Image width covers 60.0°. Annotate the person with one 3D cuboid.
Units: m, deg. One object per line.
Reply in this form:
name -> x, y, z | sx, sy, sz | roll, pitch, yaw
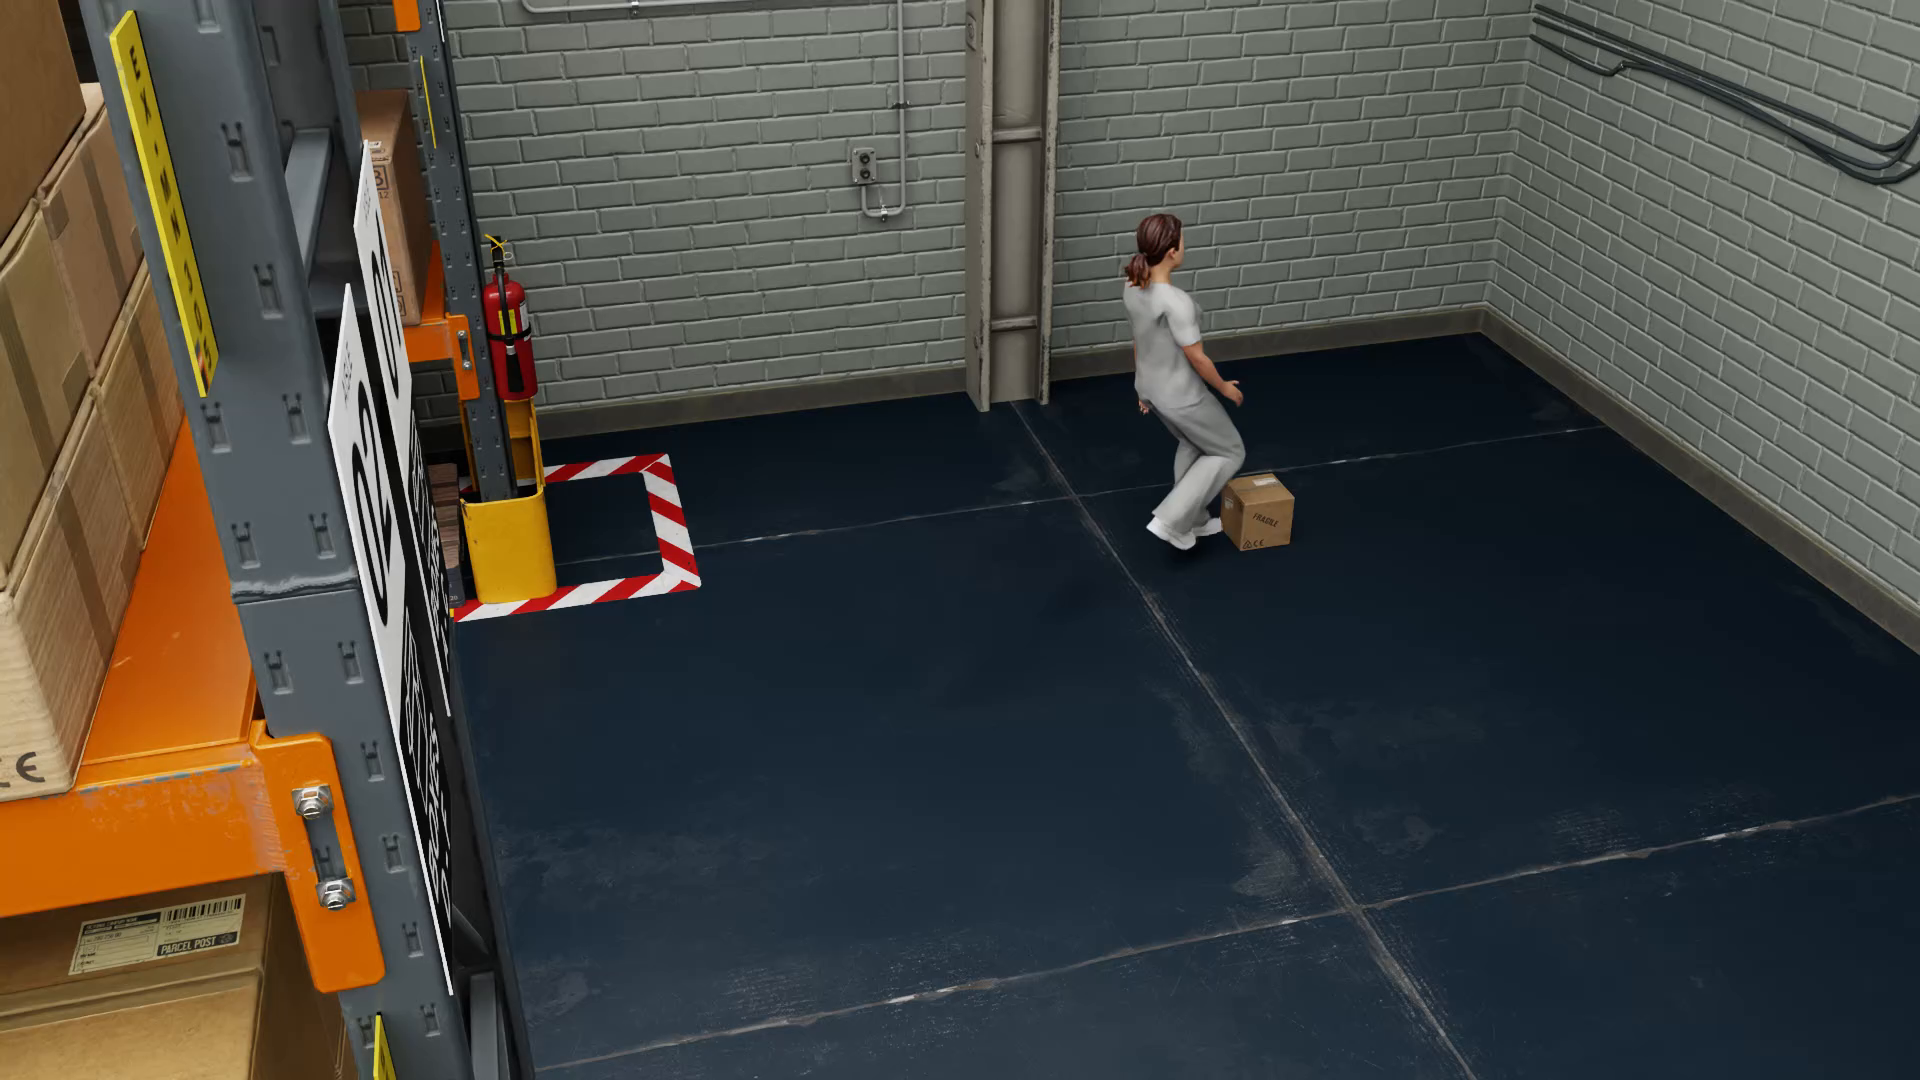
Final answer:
person -> 0.990, -0.644, 7.355 | 0.638, 1.563, 0.460 | -15, 33, -23
